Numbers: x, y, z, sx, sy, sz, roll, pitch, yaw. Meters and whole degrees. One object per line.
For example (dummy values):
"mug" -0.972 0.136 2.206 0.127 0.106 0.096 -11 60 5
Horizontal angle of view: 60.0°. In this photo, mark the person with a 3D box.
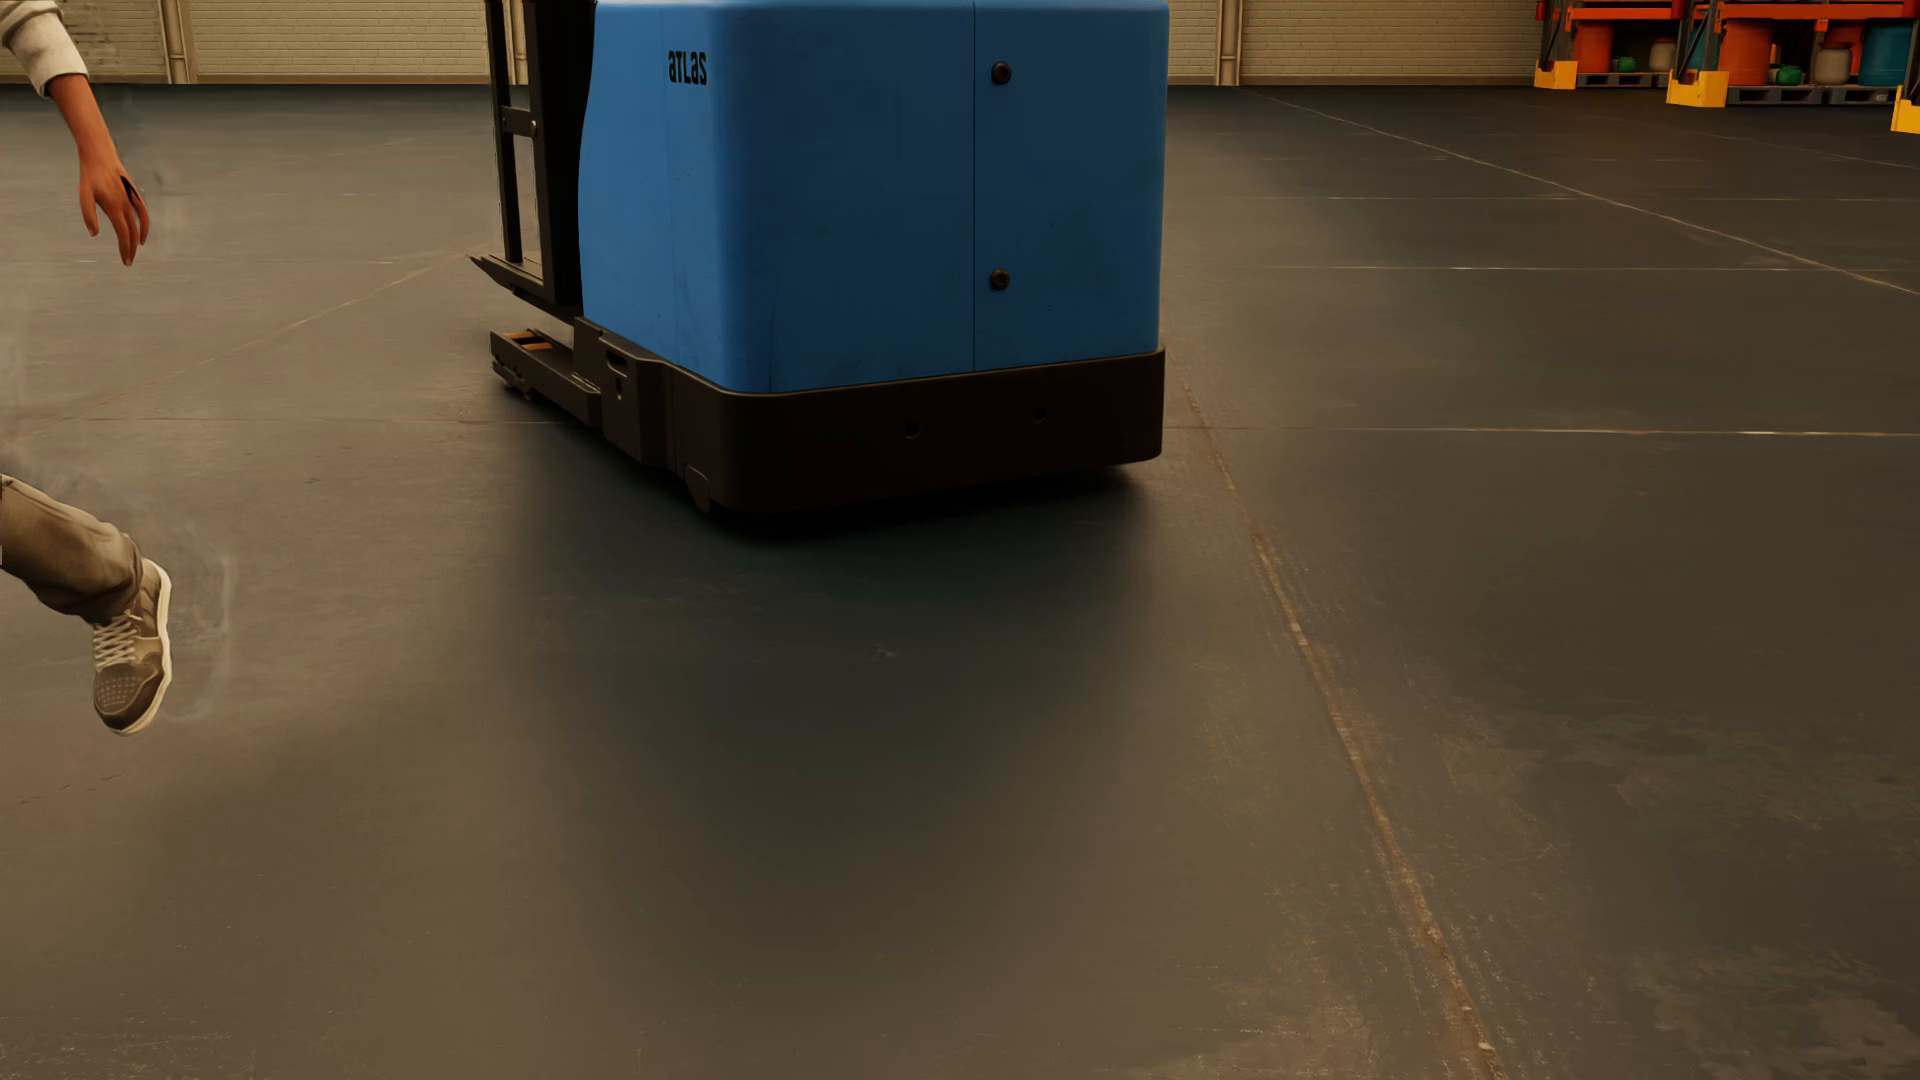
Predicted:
"person" -1.473 -0.344 2.053 0.845 1.487 0.456 0 17 -1

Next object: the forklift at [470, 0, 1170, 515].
"forklift" -0.692 -1.839 4.352 1.130 2.935 3.031 -9 19 -27
